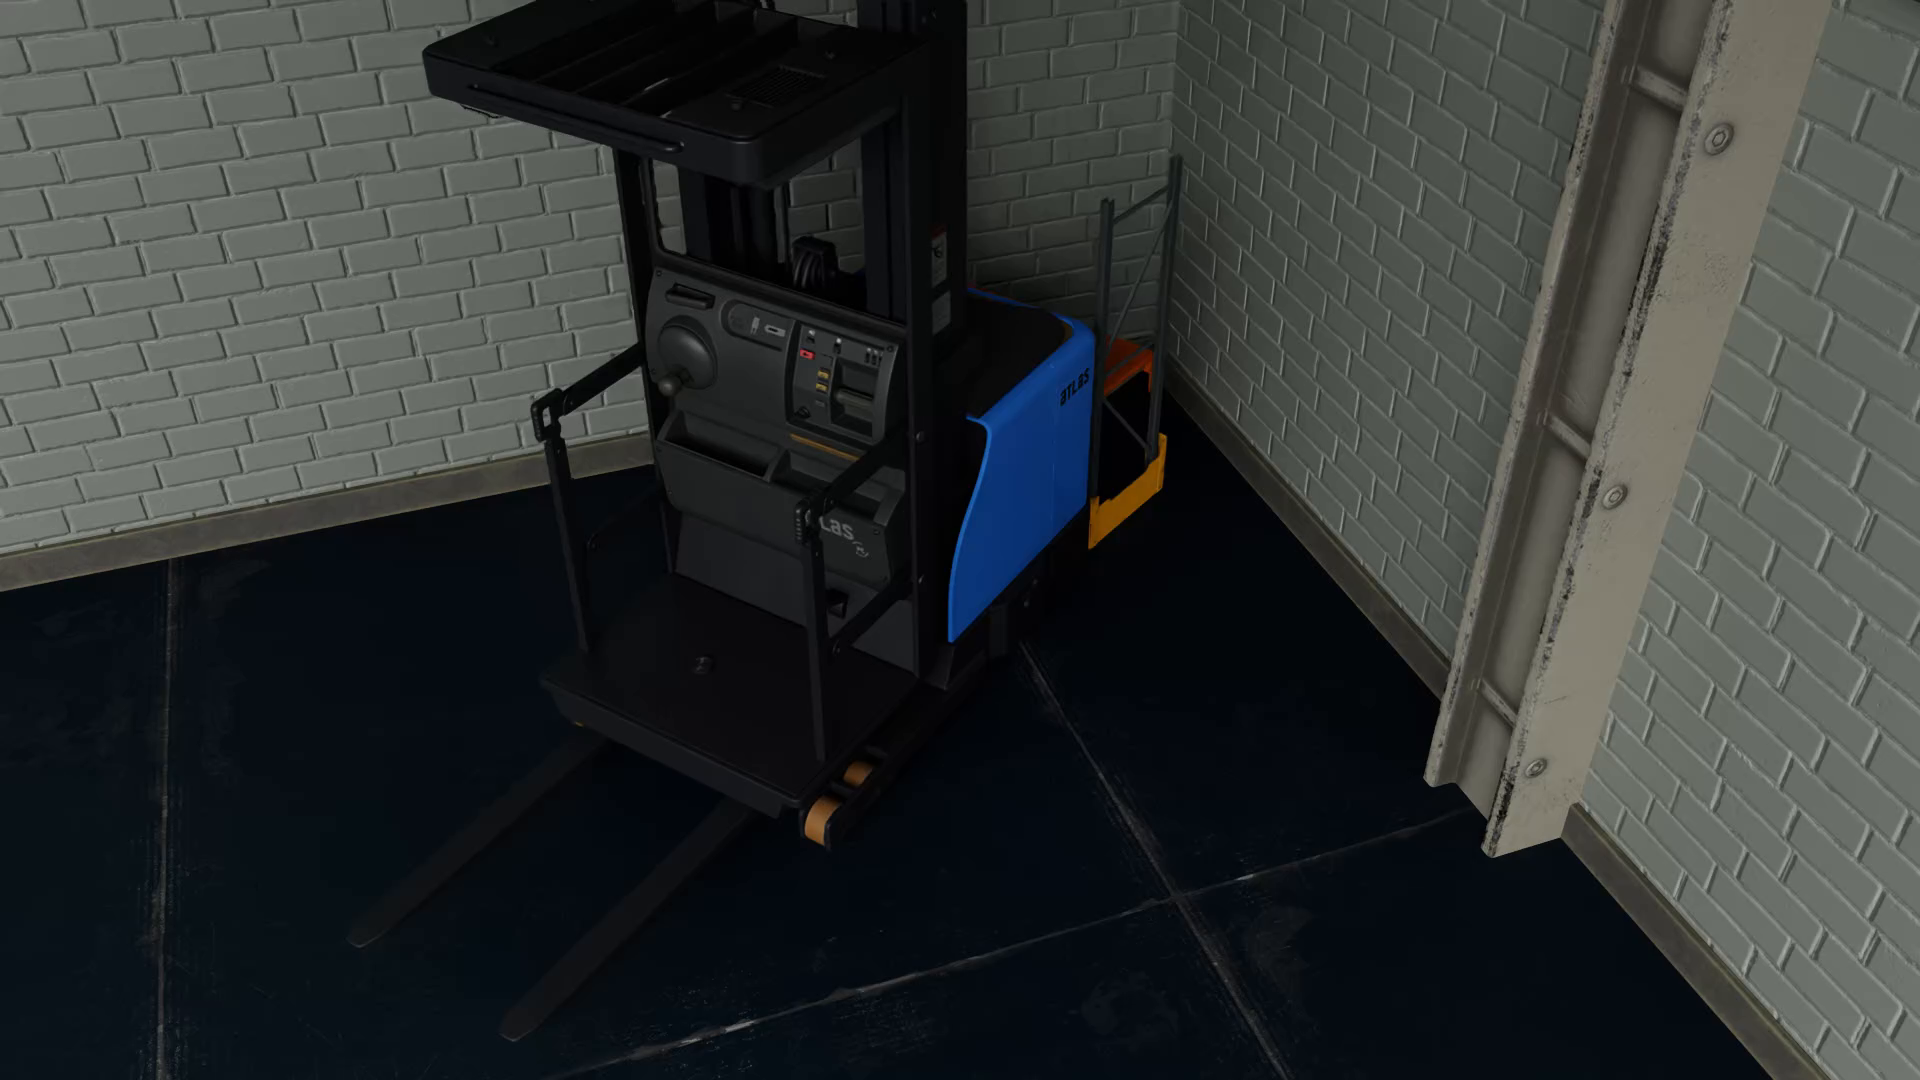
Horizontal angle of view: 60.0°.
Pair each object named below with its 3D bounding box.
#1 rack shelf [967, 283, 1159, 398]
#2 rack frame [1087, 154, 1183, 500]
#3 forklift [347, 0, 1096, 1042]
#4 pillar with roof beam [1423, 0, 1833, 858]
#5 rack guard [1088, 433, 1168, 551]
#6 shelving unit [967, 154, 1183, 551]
[{"bbox_3d":[0.257,-0.747,6.794,1.000,0.185,0.538,25,44,29],"label":"rack shelf"},{"bbox_3d":[0.659,-0.704,6.438,0.032,1.500,0.500,25,44,29],"label":"rack frame"},{"bbox_3d":[-0.702,-0.496,4.973,1.130,2.935,3.031,21,42,25],"label":"forklift"},{"bbox_3d":[-2.251,-1.817,1.682,9.100,9.000,0.400,-12,39,-16],"label":"pillar with roof beam"},{"bbox_3d":[0.658,-0.205,6.815,0.087,0.250,0.587,25,44,29],"label":"rack guard"},{"bbox_3d":[0.264,-0.887,6.681,1.083,1.500,0.587,25,44,29],"label":"shelving unit"}]
